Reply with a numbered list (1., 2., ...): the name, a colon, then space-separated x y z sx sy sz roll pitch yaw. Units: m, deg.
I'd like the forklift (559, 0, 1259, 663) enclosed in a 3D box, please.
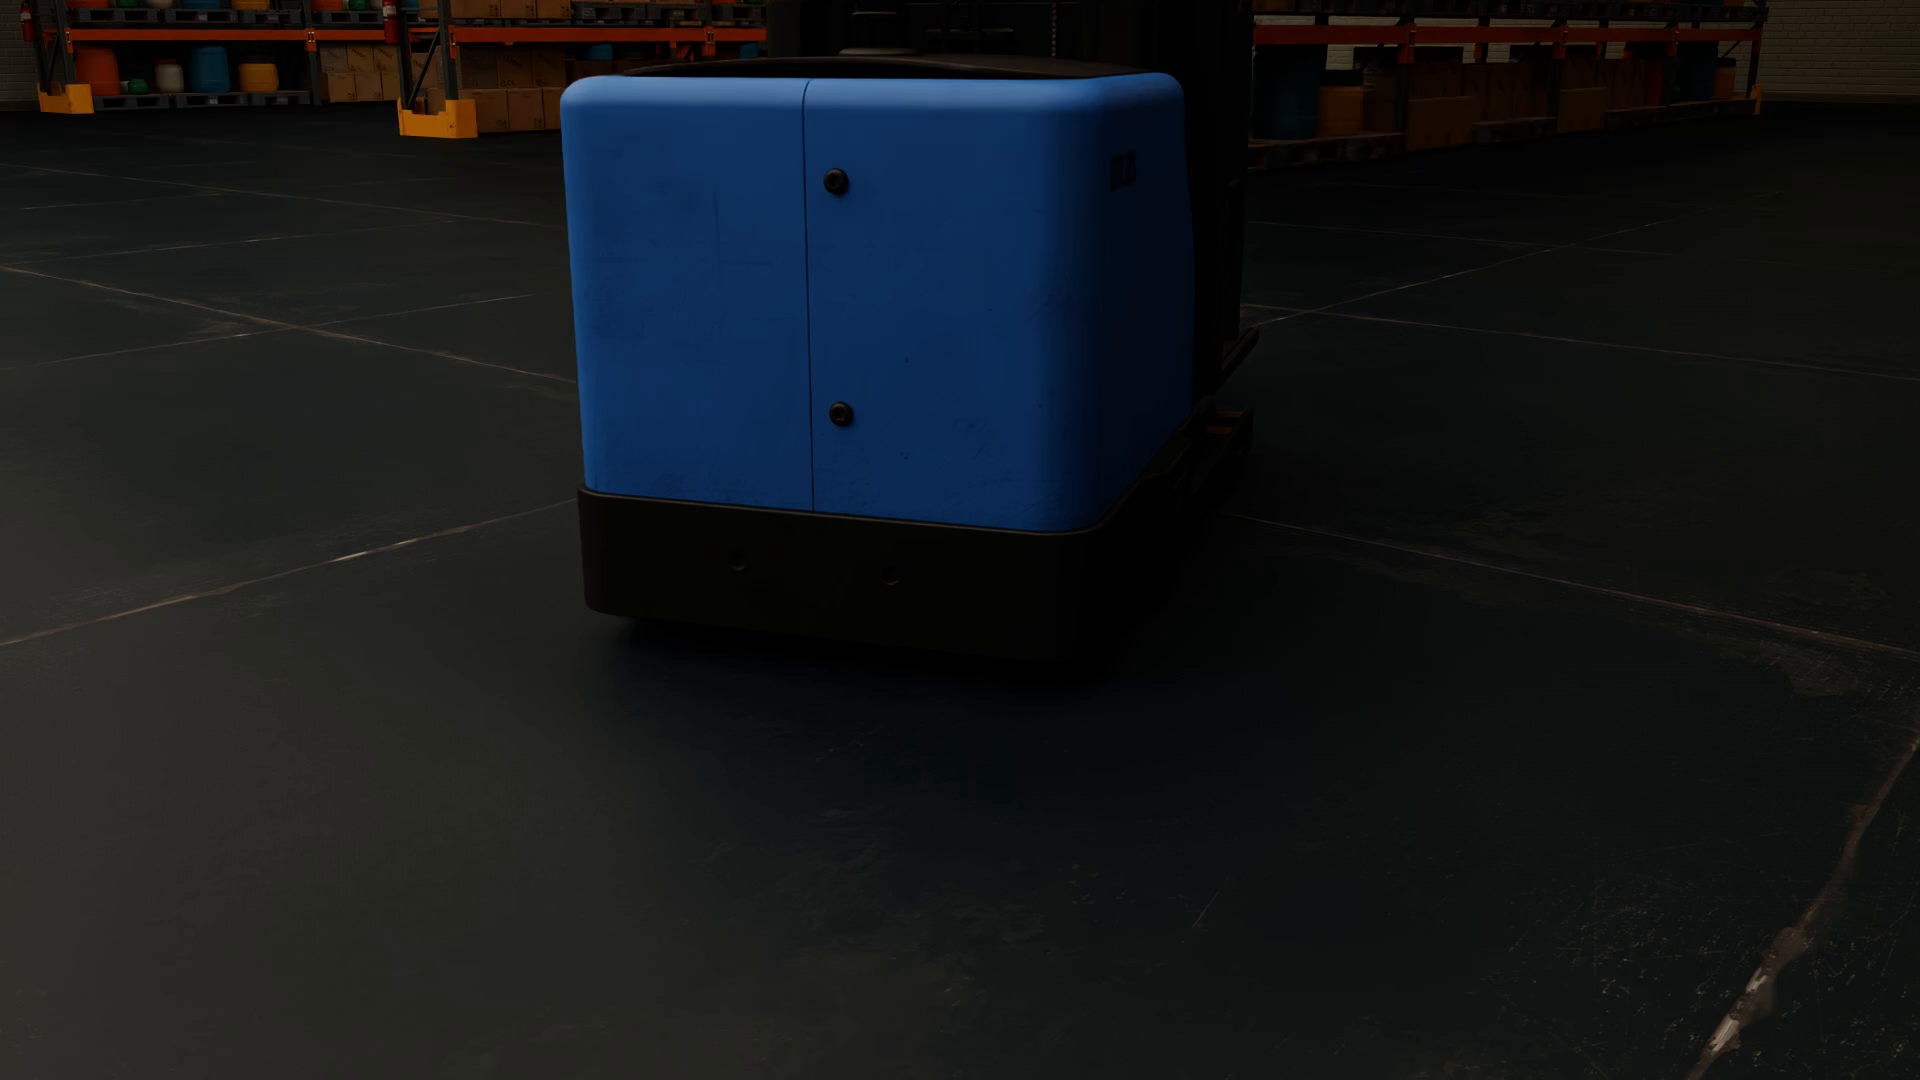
1. forklift: 0.182 -1.571 4.072 1.130 2.935 3.031 5 18 17
